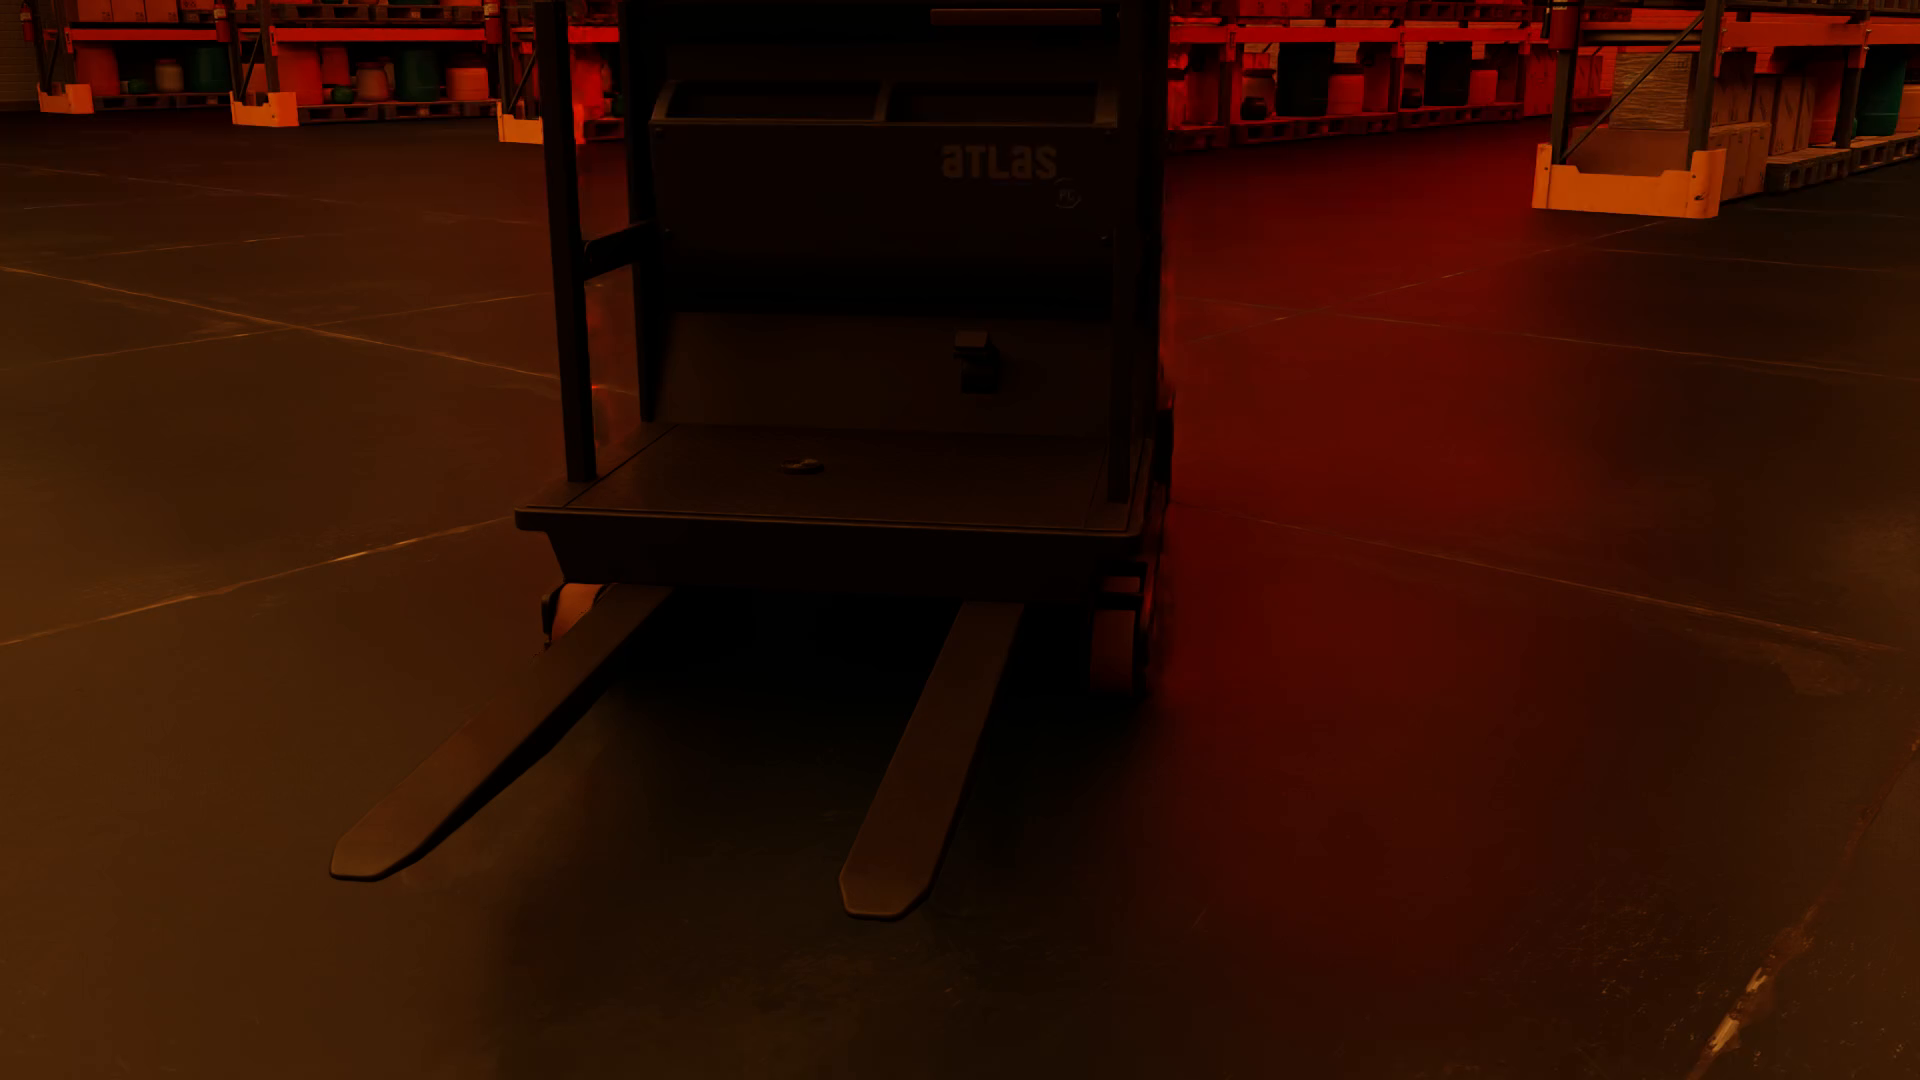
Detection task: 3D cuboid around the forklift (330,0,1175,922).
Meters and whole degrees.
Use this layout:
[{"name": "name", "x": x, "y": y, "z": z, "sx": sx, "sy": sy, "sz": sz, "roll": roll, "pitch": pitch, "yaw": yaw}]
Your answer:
[{"name": "forklift", "x": -0.172, "y": -1.226, "z": 2.935, "sx": 1.130, "sy": 2.935, "sz": 3.031, "roll": 2, "pitch": 17, "yaw": 8}]
